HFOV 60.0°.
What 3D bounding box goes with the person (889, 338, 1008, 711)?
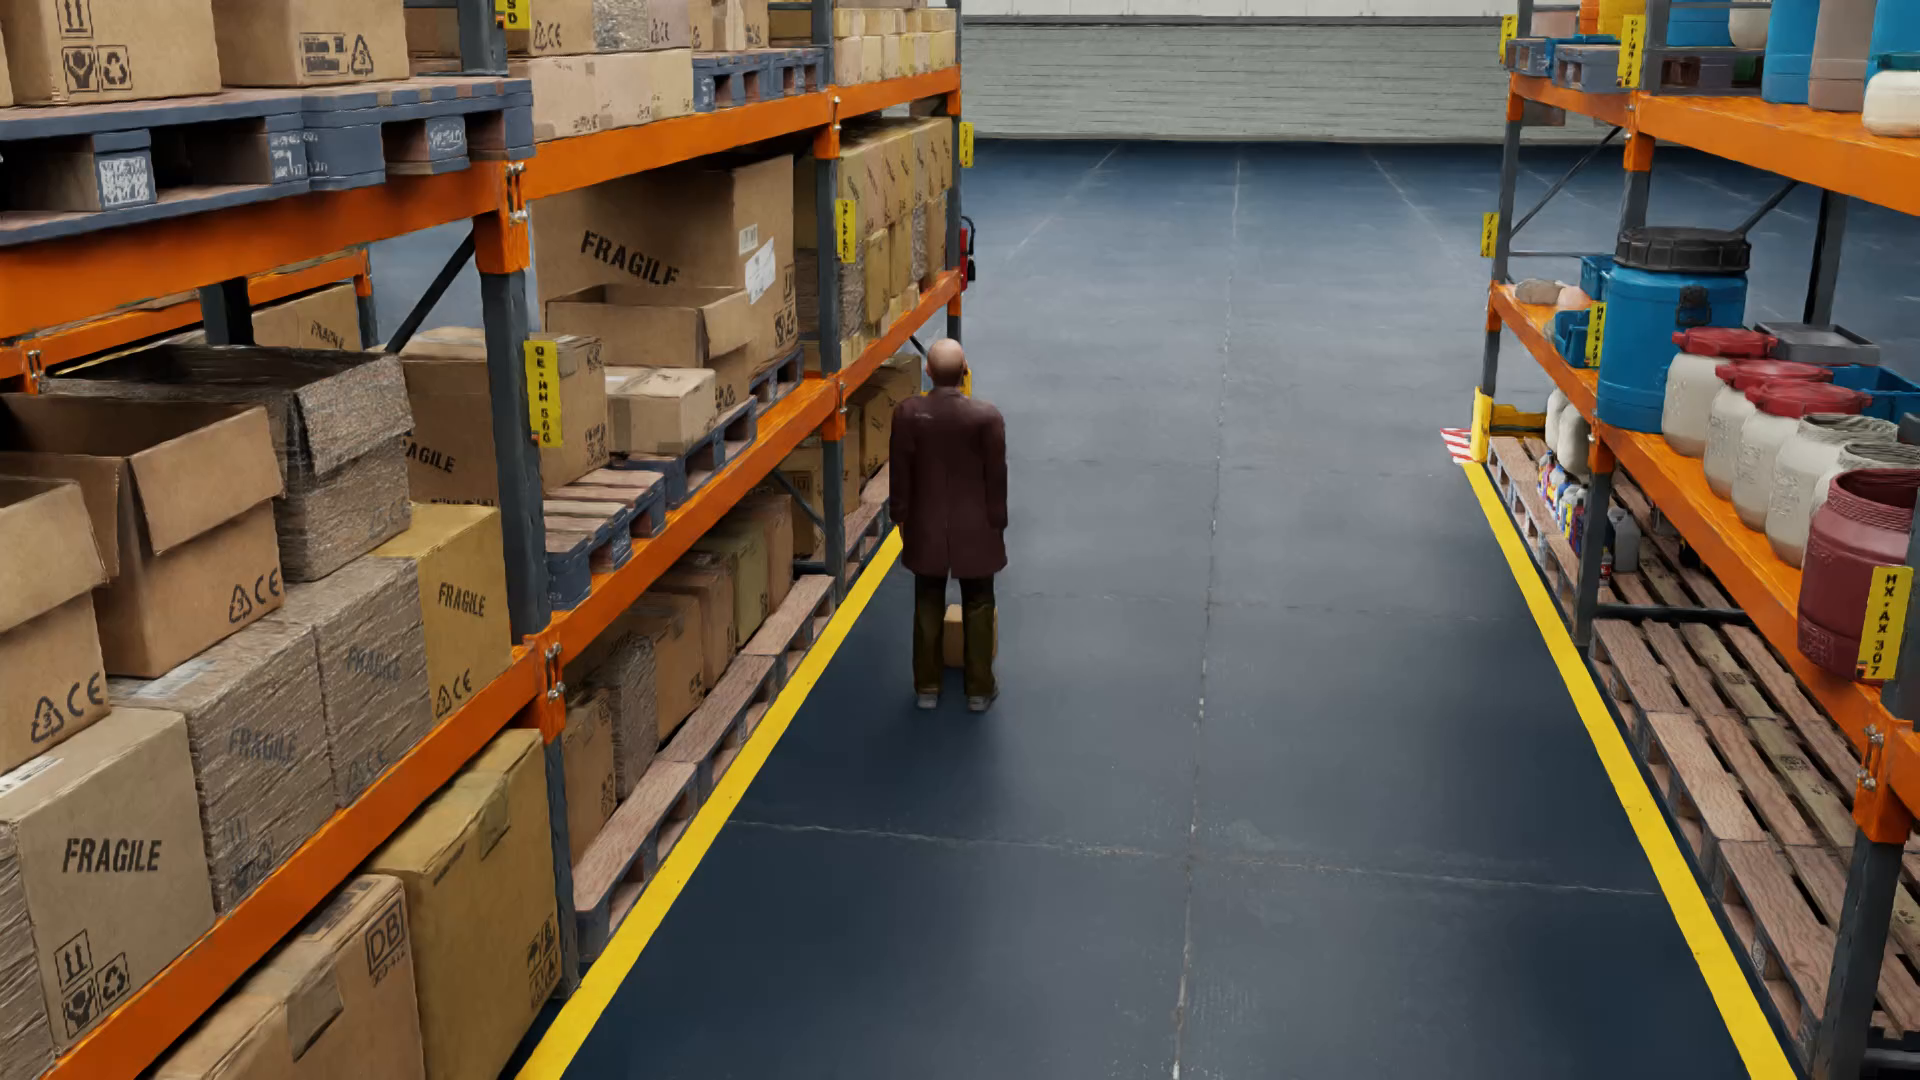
[{"bbox_3d":[-0.050,-0.083,7.839,0.566,1.776,0.386,3,18,10],"label":"person"}]
